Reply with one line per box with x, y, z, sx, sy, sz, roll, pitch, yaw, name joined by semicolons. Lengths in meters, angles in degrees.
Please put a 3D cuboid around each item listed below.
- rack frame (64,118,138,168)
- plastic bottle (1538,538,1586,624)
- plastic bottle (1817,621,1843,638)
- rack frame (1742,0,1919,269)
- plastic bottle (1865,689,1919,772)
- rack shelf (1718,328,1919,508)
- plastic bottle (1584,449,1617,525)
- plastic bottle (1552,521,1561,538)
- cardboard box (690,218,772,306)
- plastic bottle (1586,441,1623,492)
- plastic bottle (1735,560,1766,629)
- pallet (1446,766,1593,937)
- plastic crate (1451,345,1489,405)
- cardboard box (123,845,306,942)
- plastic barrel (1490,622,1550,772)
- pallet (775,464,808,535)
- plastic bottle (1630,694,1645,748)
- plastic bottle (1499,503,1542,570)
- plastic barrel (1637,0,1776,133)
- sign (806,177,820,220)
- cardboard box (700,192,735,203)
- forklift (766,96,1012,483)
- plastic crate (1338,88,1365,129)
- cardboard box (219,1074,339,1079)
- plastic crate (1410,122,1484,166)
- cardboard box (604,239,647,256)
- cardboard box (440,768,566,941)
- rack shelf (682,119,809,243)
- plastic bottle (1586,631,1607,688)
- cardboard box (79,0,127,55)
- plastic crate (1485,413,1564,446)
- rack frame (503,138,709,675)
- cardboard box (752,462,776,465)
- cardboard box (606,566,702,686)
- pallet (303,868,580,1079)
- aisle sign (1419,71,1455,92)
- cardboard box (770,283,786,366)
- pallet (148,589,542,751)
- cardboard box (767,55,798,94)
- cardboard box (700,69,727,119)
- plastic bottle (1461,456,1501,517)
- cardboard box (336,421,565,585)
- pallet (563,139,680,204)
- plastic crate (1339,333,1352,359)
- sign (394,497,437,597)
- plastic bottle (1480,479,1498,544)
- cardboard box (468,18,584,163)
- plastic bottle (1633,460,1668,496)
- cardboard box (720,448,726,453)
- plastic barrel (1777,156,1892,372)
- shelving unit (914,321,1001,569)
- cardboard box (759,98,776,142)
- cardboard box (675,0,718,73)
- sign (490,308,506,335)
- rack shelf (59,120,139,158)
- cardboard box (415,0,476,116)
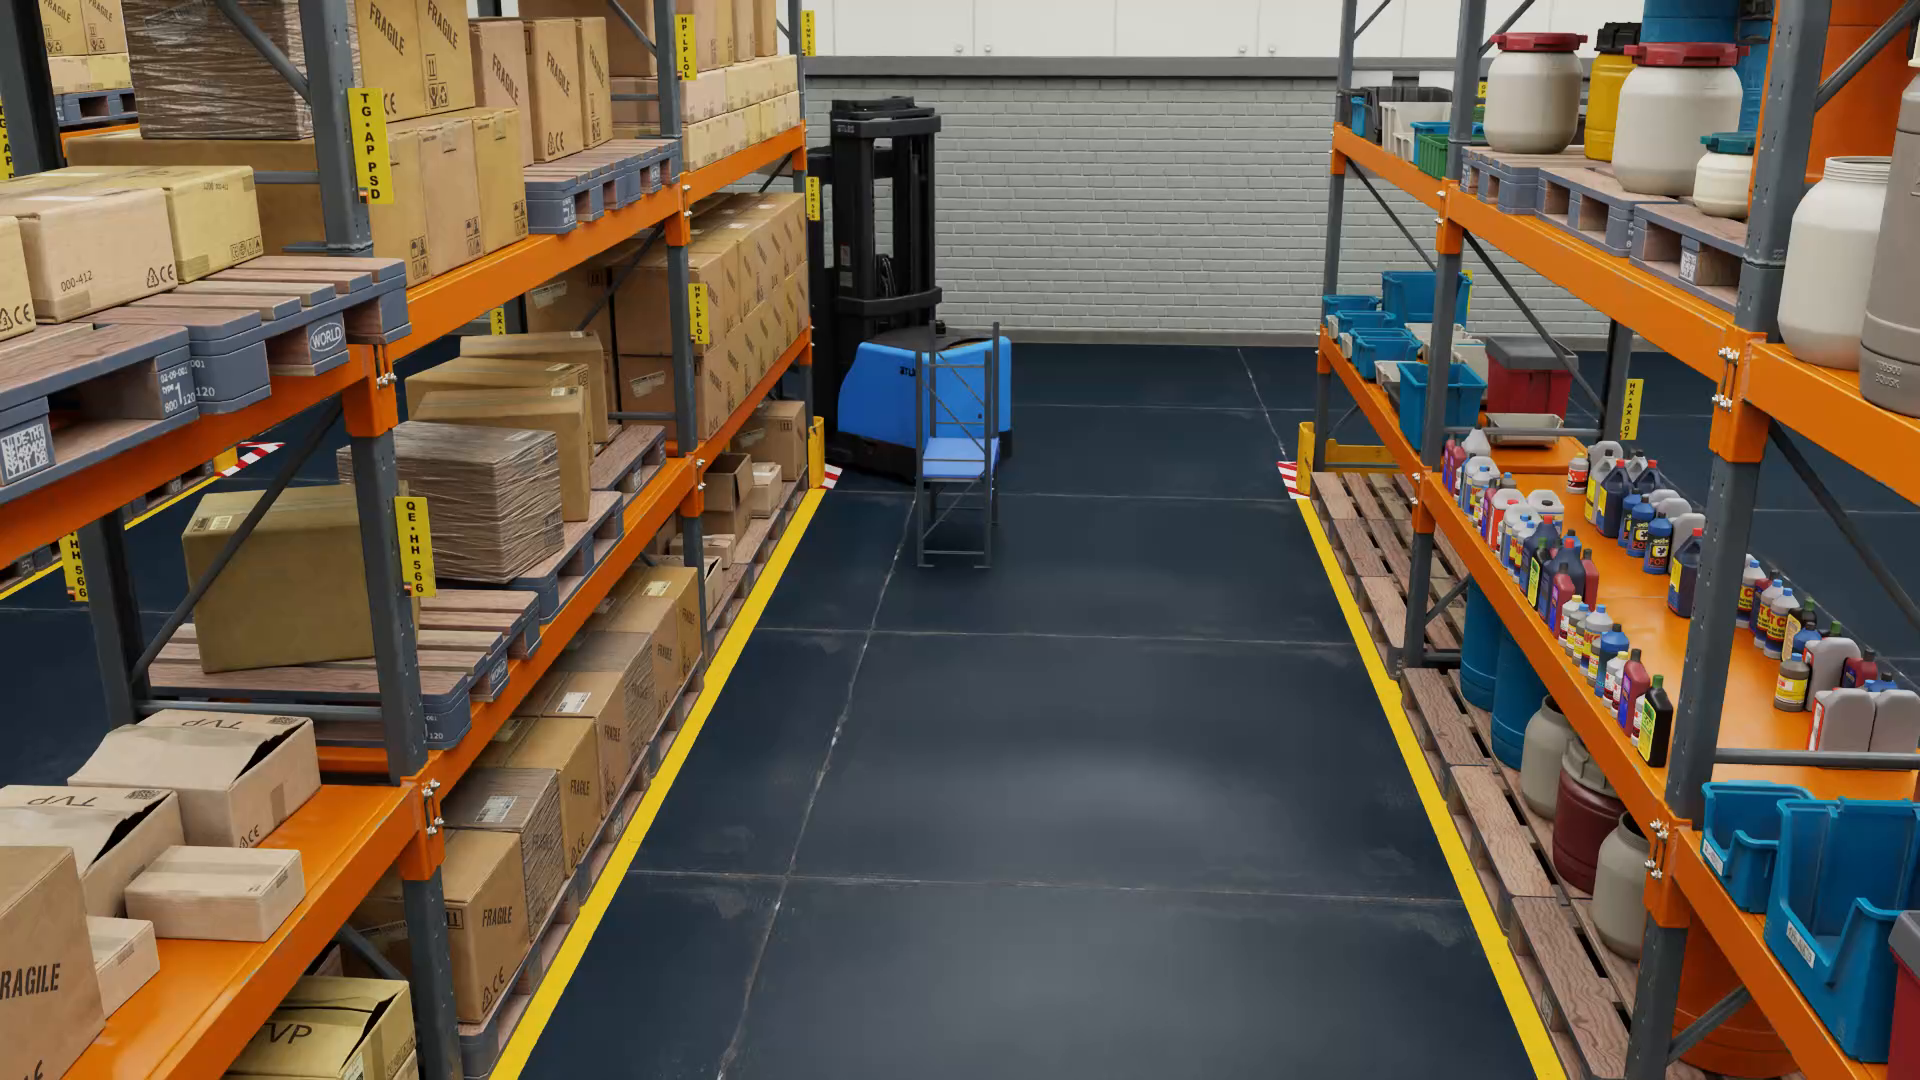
-6.616;-2.032;13.307;1.000;3.000;0.127;1;18;4;rack frame
2.431;0.159;6.701;0.144;0.351;0.185;1;18;4;plastic bottle
3.134;0.418;6.018;0.061;0.283;0.133;1;18;4;plastic bottle
2.692;-2.177;4.115;1.000;3.000;0.127;1;18;4;rack frame
3.046;0.606;5.457;0.152;0.276;0.135;1;18;4;plastic bottle
2.549;0.211;2.799;1.077;0.370;4.000;1;18;4;rack shelf
3.096;-0.256;7.965;0.144;0.351;0.185;1;18;4;plastic bottle
2.609;0.018;7.371;0.097;0.201;0.097;0;18;0;plastic bottle
-1.537;-1.823;10.904;0.500;0.500;0.500;2;18;6;cardboard box
3.273;-0.380;8.465;0.152;0.276;0.135;1;18;4;plastic bottle
3.164;0.214;6.660;0.097;0.271;0.097;0;18;0;plastic bottle
2.797;1.375;7.387;1.003;0.211;1.213;1;18;4;pallet
3.272;-1.011;10.285;0.437;0.282;0.530;1;18;4;plastic crate
-2.037;0.967;4.558;0.380;0.149;0.250;1;18;4;cardboard box
2.872;0.618;7.916;0.600;0.901;0.708;1;18;4;plastic barrel
-1.736;-0.326;12.580;1.003;0.211;1.213;1;18;4;pallet
2.322;0.598;5.601;0.097;0.201;0.097;0;18;0;plastic bottle
2.483;-0.015;7.350;0.152;0.276;0.135;1;18;4;plastic bottle
3.009;-1.898;6.602;0.600;0.901;0.708;1;18;4;plastic barrel
-1.123;-2.604;12.687;0.100;0.325;0.005;1;18;4;sign
-1.969;-2.313;12.399;0.500;0.500;0.500;2;18;6;cardboard box
-1.003;-2.213;13.971;3.031;2.935;1.130;16;24;39;forklift
2.960;-3.061;11.839;0.497;0.269;0.590;1;18;4;plastic crate
-2.071;1.732;4.660;0.500;0.311;0.500;1;18;3;cardboard box
2.726;-2.204;9.284;0.416;0.233;0.300;1;18;4;plastic crate
-2.149;-1.525;9.993;0.500;0.500;0.500;1;18;3;cardboard box
-1.899;1.243;6.620;0.500;0.500;0.500;1;18;2;cardboard box
-1.818;-2.385;10.722;1.077;0.370;4.000;1;18;4;rack shelf
2.360;0.435;6.096;0.097;0.201;0.097;0;18;0;plastic bottle
-6.396;-3.756;11.953;0.500;0.500;0.500;1;18;4;cardboard box
3.155;-0.613;9.304;0.396;0.136;0.243;1;18;4;plastic crate
-1.961;-0.680;9.182;1.000;3.000;0.127;1;18;4;rack frame
-1.587;-0.487;12.436;0.380;0.166;0.250;1;18;4;cardboard box
-1.711;0.458;9.015;0.500;0.500;0.500;1;18;4;cardboard box
-2.157;1.656;6.530;1.003;0.211;1.213;1;18;4;pallet
3.563;-3.062;12.276;0.394;0.787;0.004;1;18;4;aisle sign
-1.510;-1.509;11.550;0.500;0.500;0.500;1;18;4;cardboard box
-2.270;0.441;6.068;1.213;0.211;1.003;1;18;4;pallet
-1.457;-3.349;11.947;0.500;0.250;0.500;1;18;4;cardboard box
-1.645;-2.573;9.578;0.500;0.250;0.500;1;18;4;cardboard box
2.540;-0.261;8.101;0.152;0.276;0.135;1;18;4;plastic bottle
-2.059;-0.163;6.768;0.700;0.500;0.500;5;19;14;cardboard box
-2.078;-1.815;8.131;1.213;0.211;1.003;1;18;4;pallet
2.765;-1.336;11.511;0.250;0.136;0.298;1;18;4;plastic crate
-1.694;0.023;5.175;0.100;0.325;0.005;1;18;4;sign
2.463;-0.133;7.699;0.061;0.283;0.133;1;18;4;plastic bottle
-2.096;-2.037;7.511;0.600;0.600;0.600;1;18;3;cardboard box
3.226;-0.195;7.780;0.144;0.351;0.185;1;18;4;plastic bottle
-2.032;-0.507;12.363;0.500;0.250;0.500;1;18;4;cardboard box
2.364;-0.715;4.291;0.421;0.512;0.421;0;18;0;plastic barrel
-0.006;-0.686;11.609;0.538;1.500;1.048;1;18;4;shelving unit
-1.518;-2.801;11.077;0.500;0.250;0.500;1;18;4;cardboard box
-1.787;-2.932;9.471;0.700;0.500;0.500;1;18;4;cardboard box
-2.503;-1.101;9.077;0.100;0.325;0.005;1;18;4;sign
-6.759;-2.494;11.056;1.077;0.370;4.000;1;18;4;rack shelf
-2.137;-1.838;6.132;0.500;0.500;0.500;1;18;4;cardboard box
